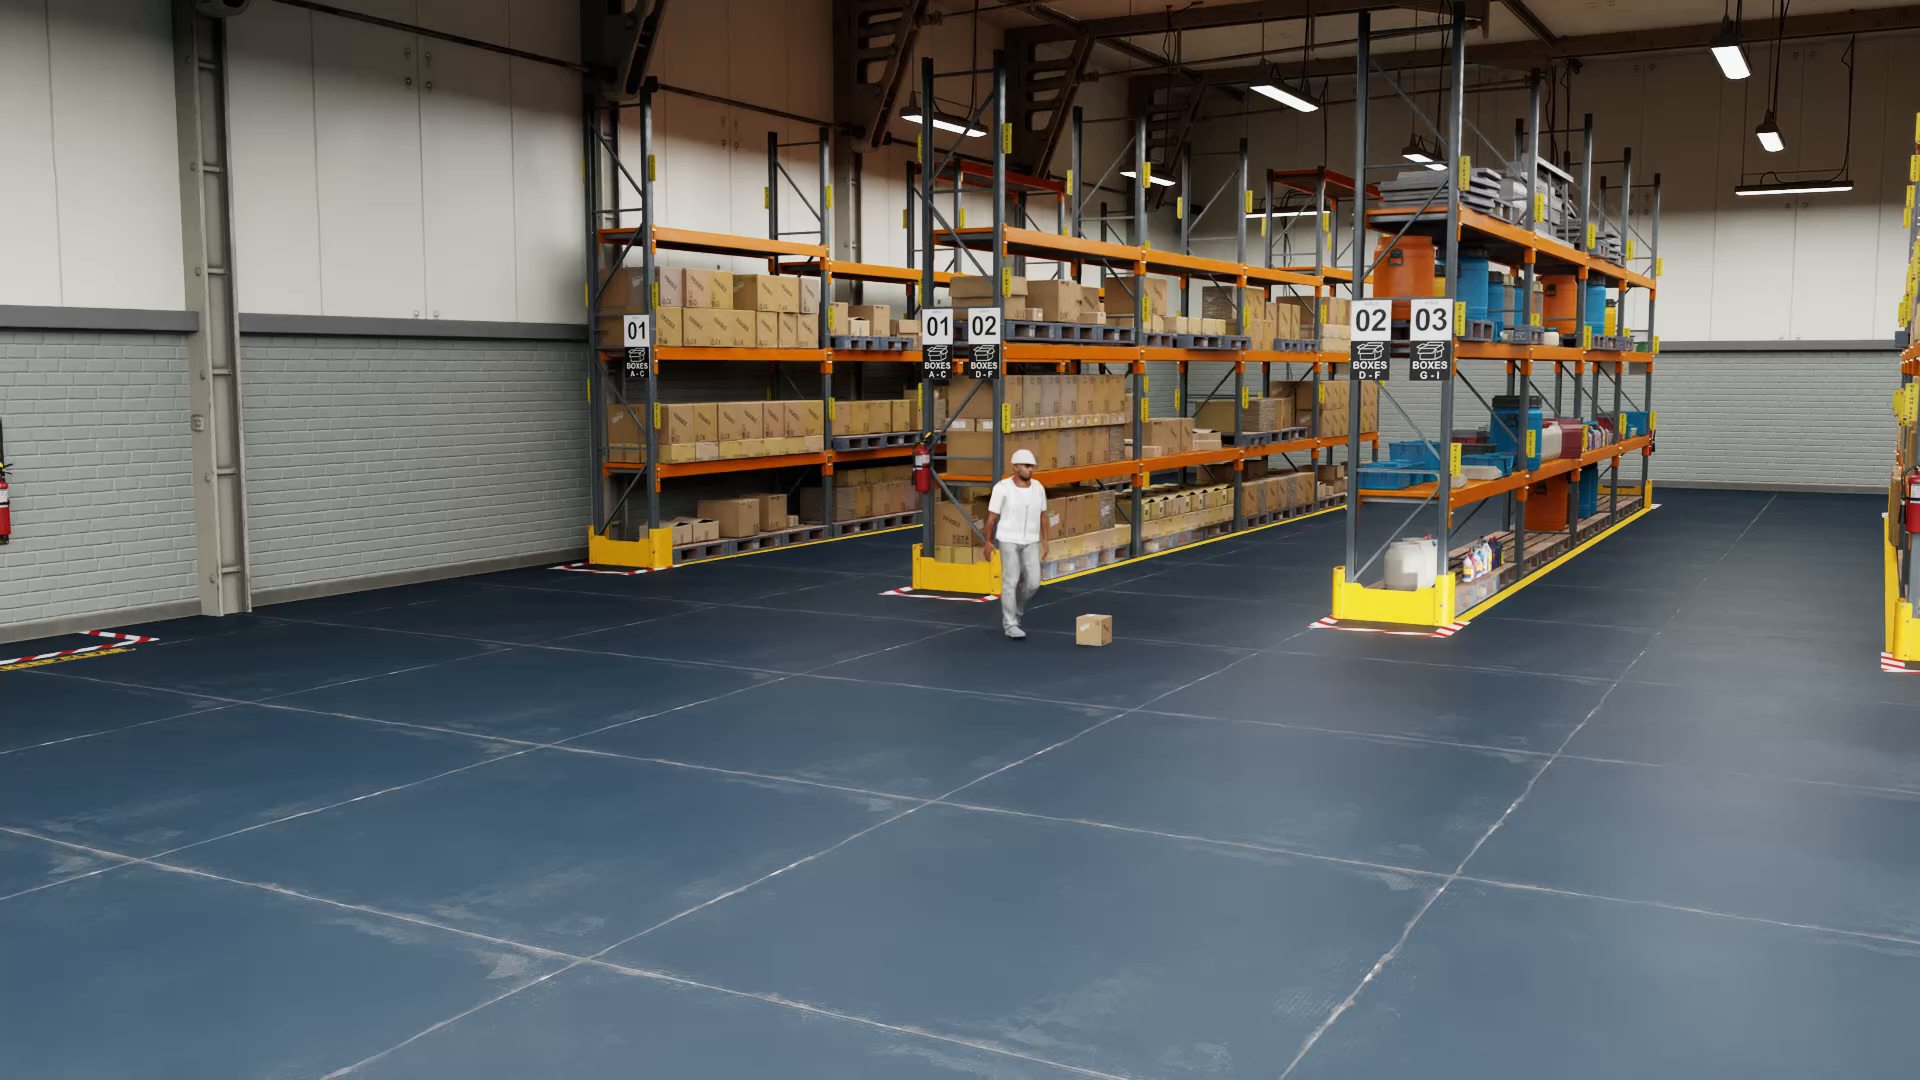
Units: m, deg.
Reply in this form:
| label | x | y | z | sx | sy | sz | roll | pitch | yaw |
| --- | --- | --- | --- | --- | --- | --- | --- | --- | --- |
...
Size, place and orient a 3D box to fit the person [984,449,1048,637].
| label | x | y | z | sx | sy | sz | roll | pitch | yaw |
| --- | --- | --- | --- | --- | --- | --- | --- | --- | --- |
| person | 0.540 | 0.030 | 15.729 | 0.634 | 1.776 | 0.544 | -2 | 6 | -22 |
